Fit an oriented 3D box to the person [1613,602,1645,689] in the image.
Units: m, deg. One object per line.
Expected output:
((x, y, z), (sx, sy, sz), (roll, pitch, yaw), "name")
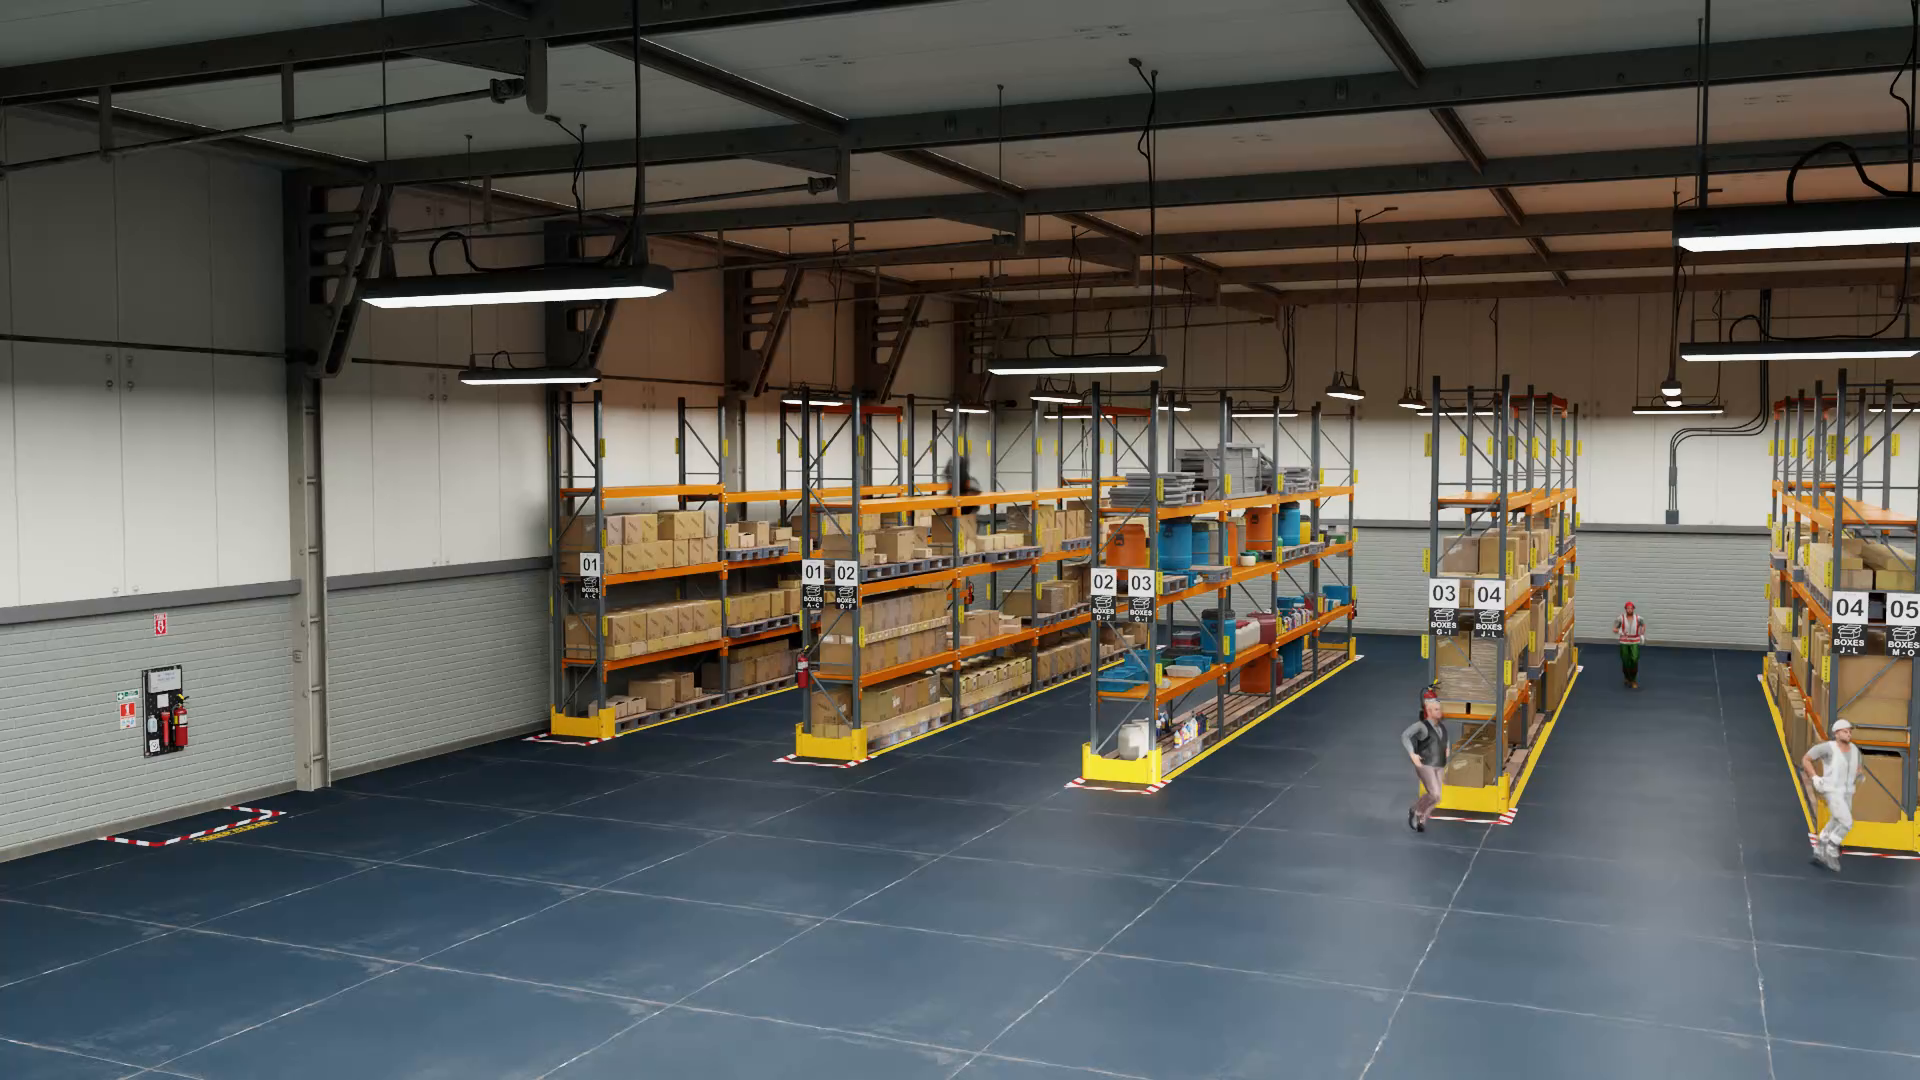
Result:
((13.970, 2.204, 34.747), (0.635, 1.829, 0.756), (1, 3, 22), "person")

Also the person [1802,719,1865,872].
((10.423, 2.966, 19.744), (0.647, 1.687, 0.678), (-1, 3, -16), "person")

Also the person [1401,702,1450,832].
((6.164, 2.968, 21.715), (0.694, 1.680, 0.523), (-2, 4, -34), "person")
